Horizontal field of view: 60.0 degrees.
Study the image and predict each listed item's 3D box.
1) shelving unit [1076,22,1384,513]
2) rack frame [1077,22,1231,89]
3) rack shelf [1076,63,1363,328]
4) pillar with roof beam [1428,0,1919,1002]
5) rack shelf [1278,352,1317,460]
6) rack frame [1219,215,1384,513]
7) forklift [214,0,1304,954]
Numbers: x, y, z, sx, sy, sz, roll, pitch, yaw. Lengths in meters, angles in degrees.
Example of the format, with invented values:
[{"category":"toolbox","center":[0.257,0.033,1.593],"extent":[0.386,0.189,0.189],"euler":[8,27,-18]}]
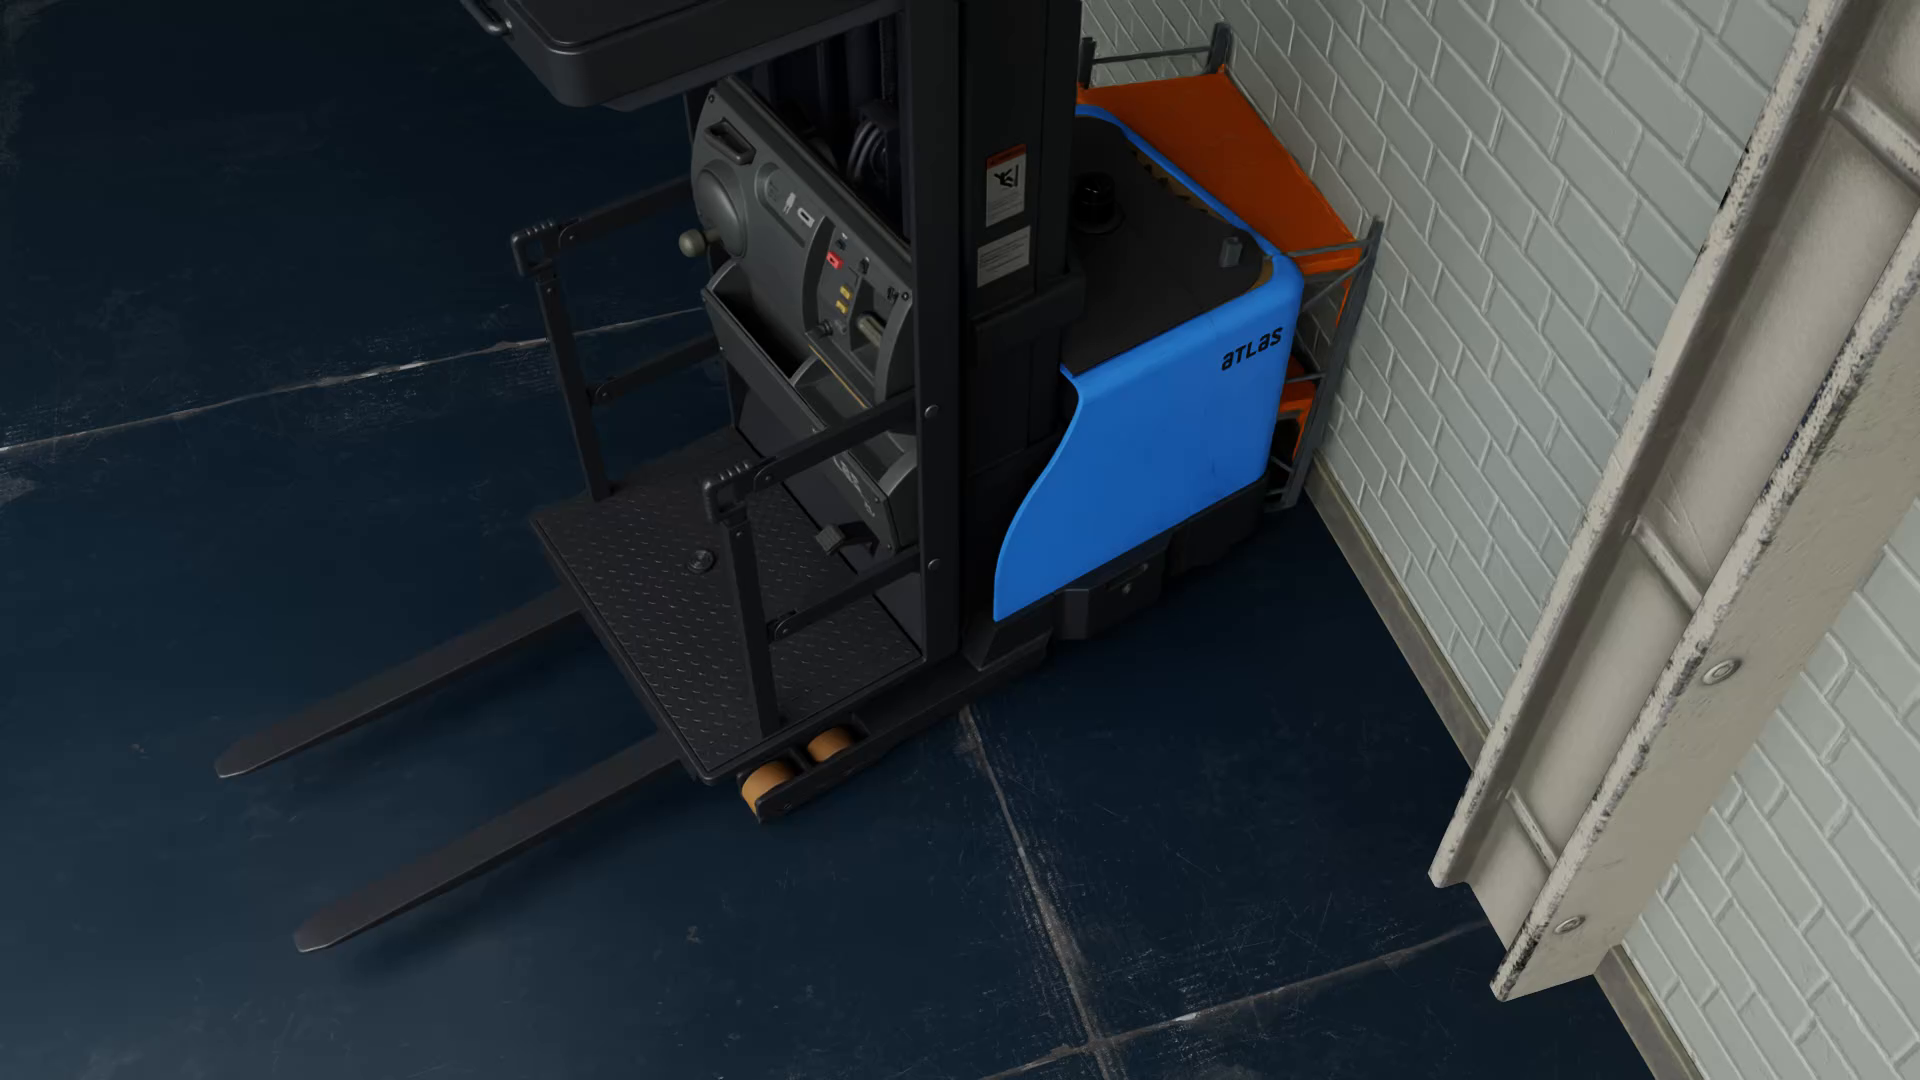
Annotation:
[{"category":"shelving unit","center":[0.721,-0.814,5.193],"extent":[0.538,1.125,1.048],"euler":[-11,50,-17]},{"category":"rack frame","center":[0.553,-1.175,5.508],"extent":[0.500,1.125,0.032],"euler":[-11,50,-17]},{"category":"rack shelf","center":[0.747,-1.012,4.979],"extent":[0.538,0.278,1.000],"euler":[-11,50,-17]},{"category":"pillar with roof beam","center":[-2.645,-0.924,0.143],"extent":[9.100,9.000,0.400],"euler":[-13,51,-11]},{"category":"rack shelf","center":[0.700,-0.648,5.371],"extent":[0.538,0.278,1.000],"euler":[-11,50,-17]},{"category":"rack frame","center":[0.890,-0.453,4.877],"extent":[0.500,1.125,0.032],"euler":[-11,50,-17]},{"category":"forklift","center":[-0.561,-0.642,3.874],"extent":[3.031,2.935,1.130],"euler":[-27,55,-21]}]
